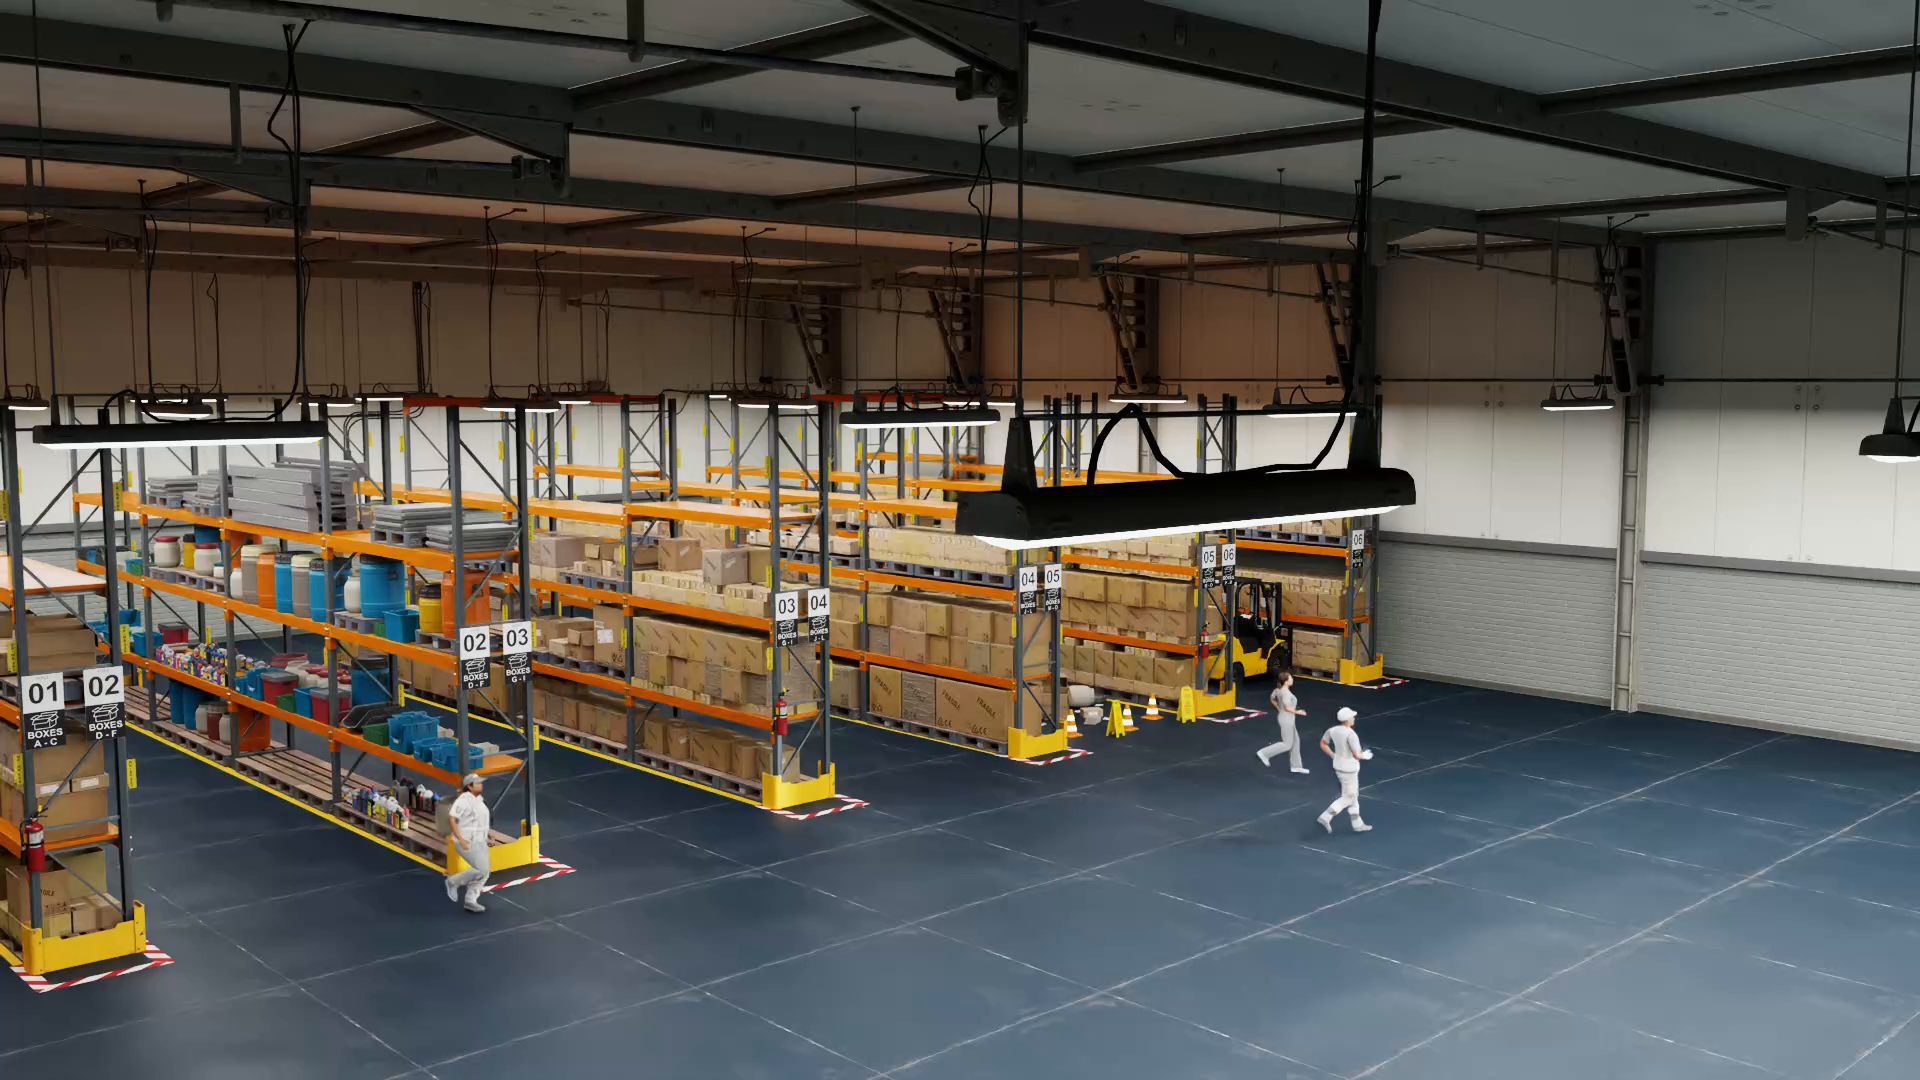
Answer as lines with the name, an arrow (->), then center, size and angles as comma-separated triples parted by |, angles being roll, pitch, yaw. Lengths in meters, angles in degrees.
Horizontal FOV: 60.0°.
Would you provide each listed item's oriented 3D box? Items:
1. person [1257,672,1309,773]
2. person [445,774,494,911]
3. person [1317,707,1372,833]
person -> 5.192, 2.933, 26.691 | 0.868, 1.658, 0.569 | 0, 6, -2
person -> -5.847, 3.609, 19.996 | 0.530, 1.593, 0.649 | 1, 6, 11
person -> 5.333, 3.190, 23.011 | 0.935, 1.767, 0.661 | -2, 6, -20
